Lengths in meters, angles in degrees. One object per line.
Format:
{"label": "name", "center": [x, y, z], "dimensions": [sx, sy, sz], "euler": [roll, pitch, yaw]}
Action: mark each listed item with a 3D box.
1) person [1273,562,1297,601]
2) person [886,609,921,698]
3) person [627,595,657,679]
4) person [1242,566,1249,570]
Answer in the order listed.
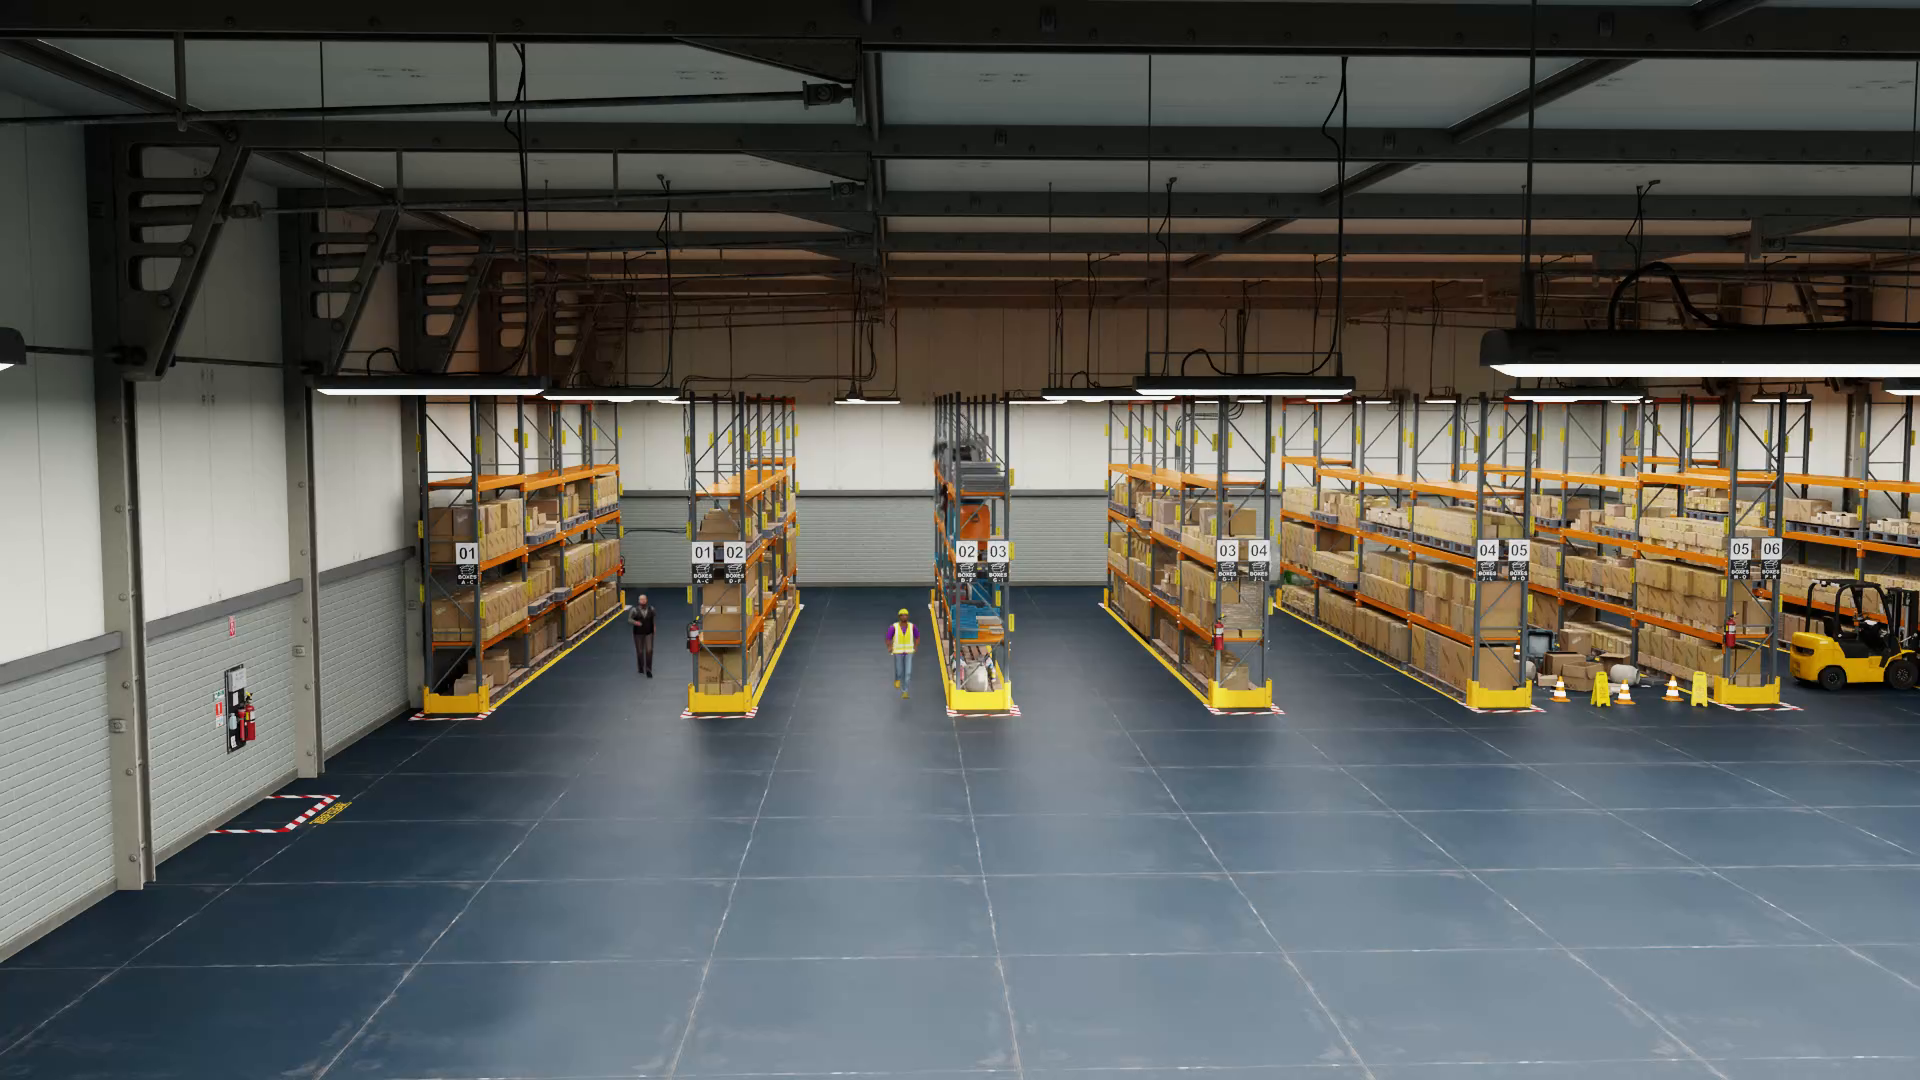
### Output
{"label": "person", "center": [9.685, 0.915, 49.046], "dimensions": [0.926, 1.810, 0.692], "euler": [-1, 5, -8]}
{"label": "person", "center": [-1.092, 2.200, 32.357], "dimensions": [0.695, 1.711, 0.737], "euler": [-1, 5, -8]}
{"label": "person", "center": [-6.728, 2.043, 35.282], "dimensions": [0.642, 1.772, 0.803], "euler": [-1, 5, -15]}
{"label": "person", "center": [7.978, 1.075, 48.039], "dimensions": [0.604, 1.583, 0.639], "euler": [-4, 6, -39]}
